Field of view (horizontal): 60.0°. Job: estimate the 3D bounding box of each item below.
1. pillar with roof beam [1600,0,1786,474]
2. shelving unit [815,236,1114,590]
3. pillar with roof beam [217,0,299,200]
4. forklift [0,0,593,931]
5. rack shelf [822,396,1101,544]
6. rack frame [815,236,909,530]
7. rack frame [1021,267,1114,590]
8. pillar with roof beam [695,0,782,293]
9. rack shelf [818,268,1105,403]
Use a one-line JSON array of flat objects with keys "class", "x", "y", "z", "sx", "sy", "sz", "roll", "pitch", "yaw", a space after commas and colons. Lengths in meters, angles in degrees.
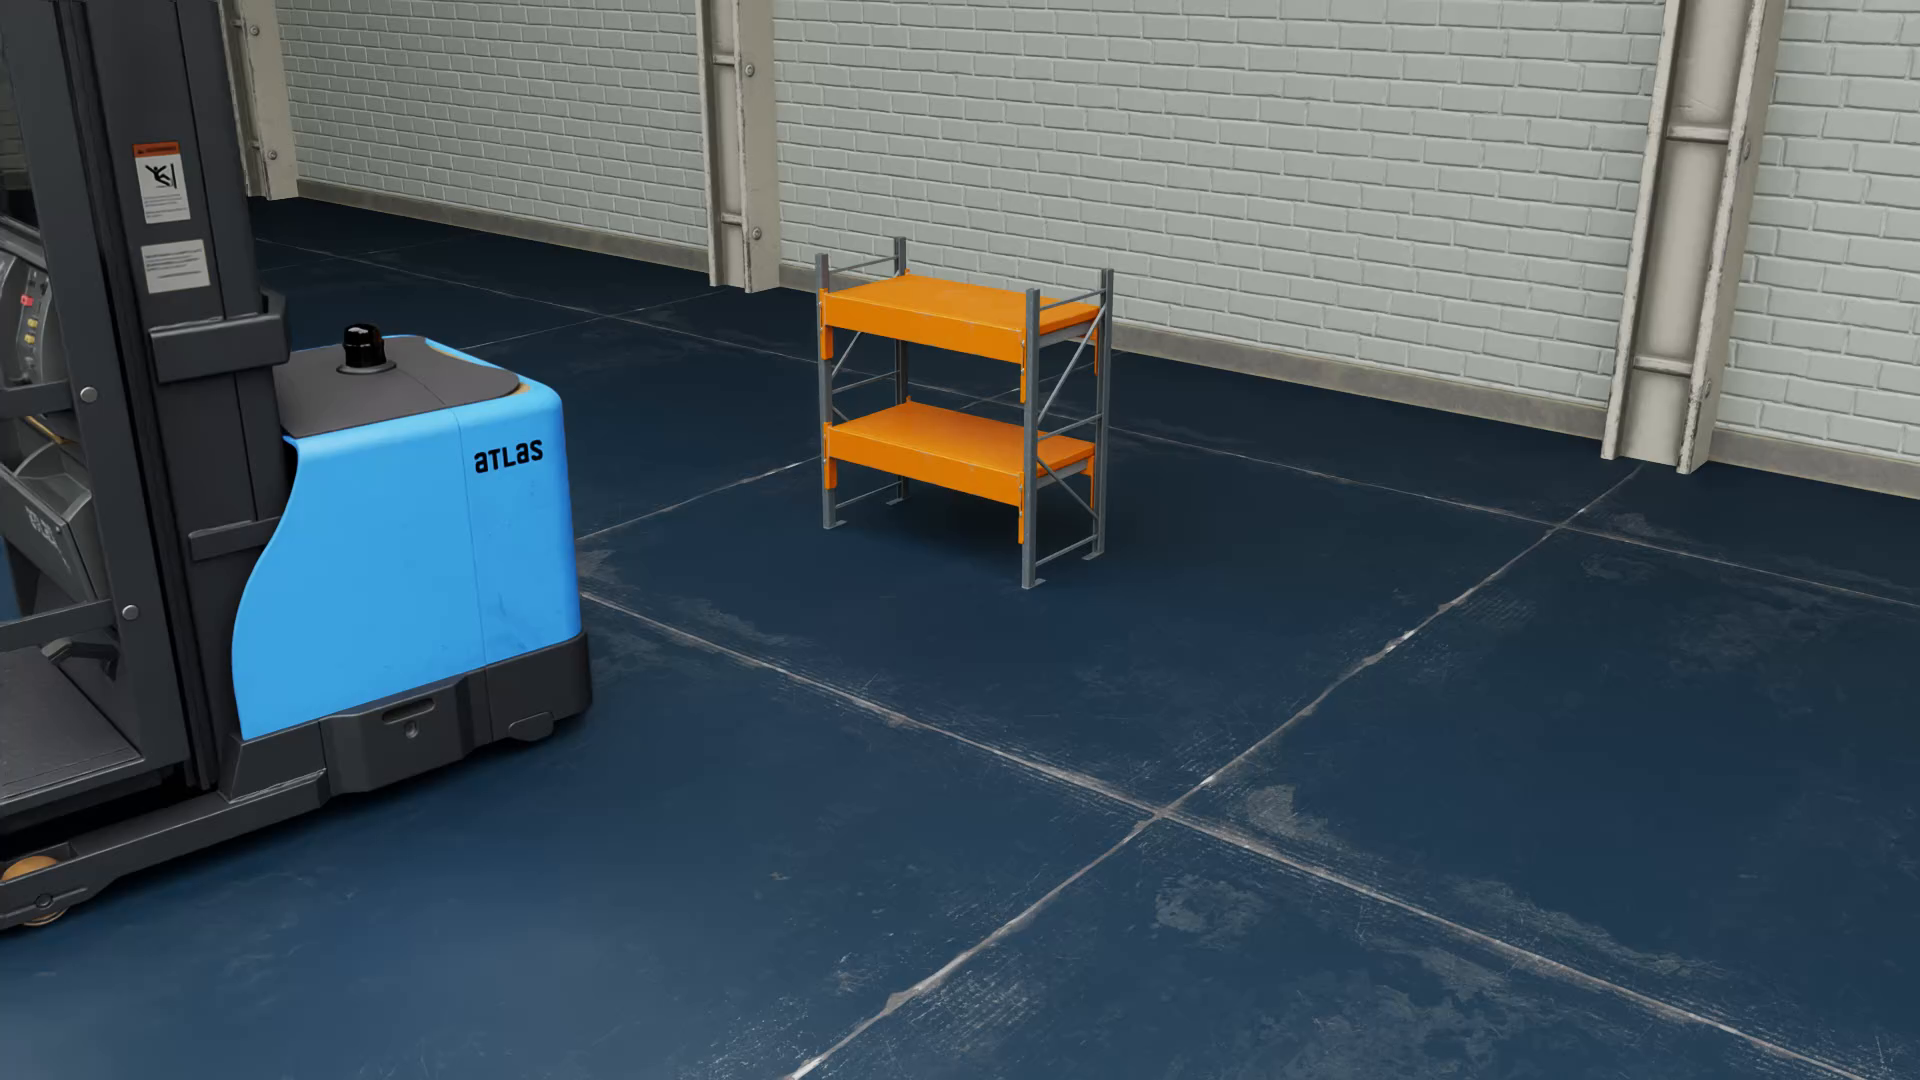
[{"class": "pillar with roof beam", "x": 0.484, "y": -3.413, "z": 2.964, "sx": 0.400, "sy": 9.000, "sz": 9.100, "roll": 16, "pitch": 26, "yaw": 36}, {"class": "shelving unit", "x": 0.005, "y": -0.525, "z": 6.466, "sx": 1.048, "sy": 1.125, "sz": 0.538, "roll": 16, "pitch": 26, "yaw": 36}, {"class": "pillar with roof beam", "x": -8.813, "y": -6.090, "z": 10.064, "sx": 0.400, "sy": 9.000, "sz": 9.100, "roll": 16, "pitch": 26, "yaw": 36}, {"class": "forklift", "x": -2.564, "y": -0.576, "z": 4.043, "sx": 3.031, "sy": 2.935, "sz": 1.130, "roll": -18, "pitch": 27, "yaw": -39}, {"class": "rack shelf", "x": 0.005, "y": -0.296, "z": 6.552, "sx": 1.000, "sy": 0.278, "sz": 0.538, "roll": 16, "pitch": 26, "yaw": 36}, {"class": "rack frame", "x": -0.389, "y": -0.638, "z": 6.766, "sx": 0.032, "sy": 1.125, "sz": 0.500, "roll": 16, "pitch": 26, "yaw": 36}, {"class": "rack frame", "x": 0.399, "y": -0.411, "z": 6.165, "sx": 0.032, "sy": 1.125, "sz": 0.500, "roll": 16, "pitch": 26, "yaw": 36}, {"class": "pillar with roof beam", "x": -4.164, "y": -4.751, "z": 6.514, "sx": 0.400, "sy": 9.000, "sz": 9.100, "roll": 16, "pitch": 26, "yaw": 36}, {"class": "rack shelf", "x": 0.005, "y": -0.799, "z": 6.362, "sx": 1.000, "sy": 0.278, "sz": 0.538, "roll": 16, "pitch": 26, "yaw": 36}]
